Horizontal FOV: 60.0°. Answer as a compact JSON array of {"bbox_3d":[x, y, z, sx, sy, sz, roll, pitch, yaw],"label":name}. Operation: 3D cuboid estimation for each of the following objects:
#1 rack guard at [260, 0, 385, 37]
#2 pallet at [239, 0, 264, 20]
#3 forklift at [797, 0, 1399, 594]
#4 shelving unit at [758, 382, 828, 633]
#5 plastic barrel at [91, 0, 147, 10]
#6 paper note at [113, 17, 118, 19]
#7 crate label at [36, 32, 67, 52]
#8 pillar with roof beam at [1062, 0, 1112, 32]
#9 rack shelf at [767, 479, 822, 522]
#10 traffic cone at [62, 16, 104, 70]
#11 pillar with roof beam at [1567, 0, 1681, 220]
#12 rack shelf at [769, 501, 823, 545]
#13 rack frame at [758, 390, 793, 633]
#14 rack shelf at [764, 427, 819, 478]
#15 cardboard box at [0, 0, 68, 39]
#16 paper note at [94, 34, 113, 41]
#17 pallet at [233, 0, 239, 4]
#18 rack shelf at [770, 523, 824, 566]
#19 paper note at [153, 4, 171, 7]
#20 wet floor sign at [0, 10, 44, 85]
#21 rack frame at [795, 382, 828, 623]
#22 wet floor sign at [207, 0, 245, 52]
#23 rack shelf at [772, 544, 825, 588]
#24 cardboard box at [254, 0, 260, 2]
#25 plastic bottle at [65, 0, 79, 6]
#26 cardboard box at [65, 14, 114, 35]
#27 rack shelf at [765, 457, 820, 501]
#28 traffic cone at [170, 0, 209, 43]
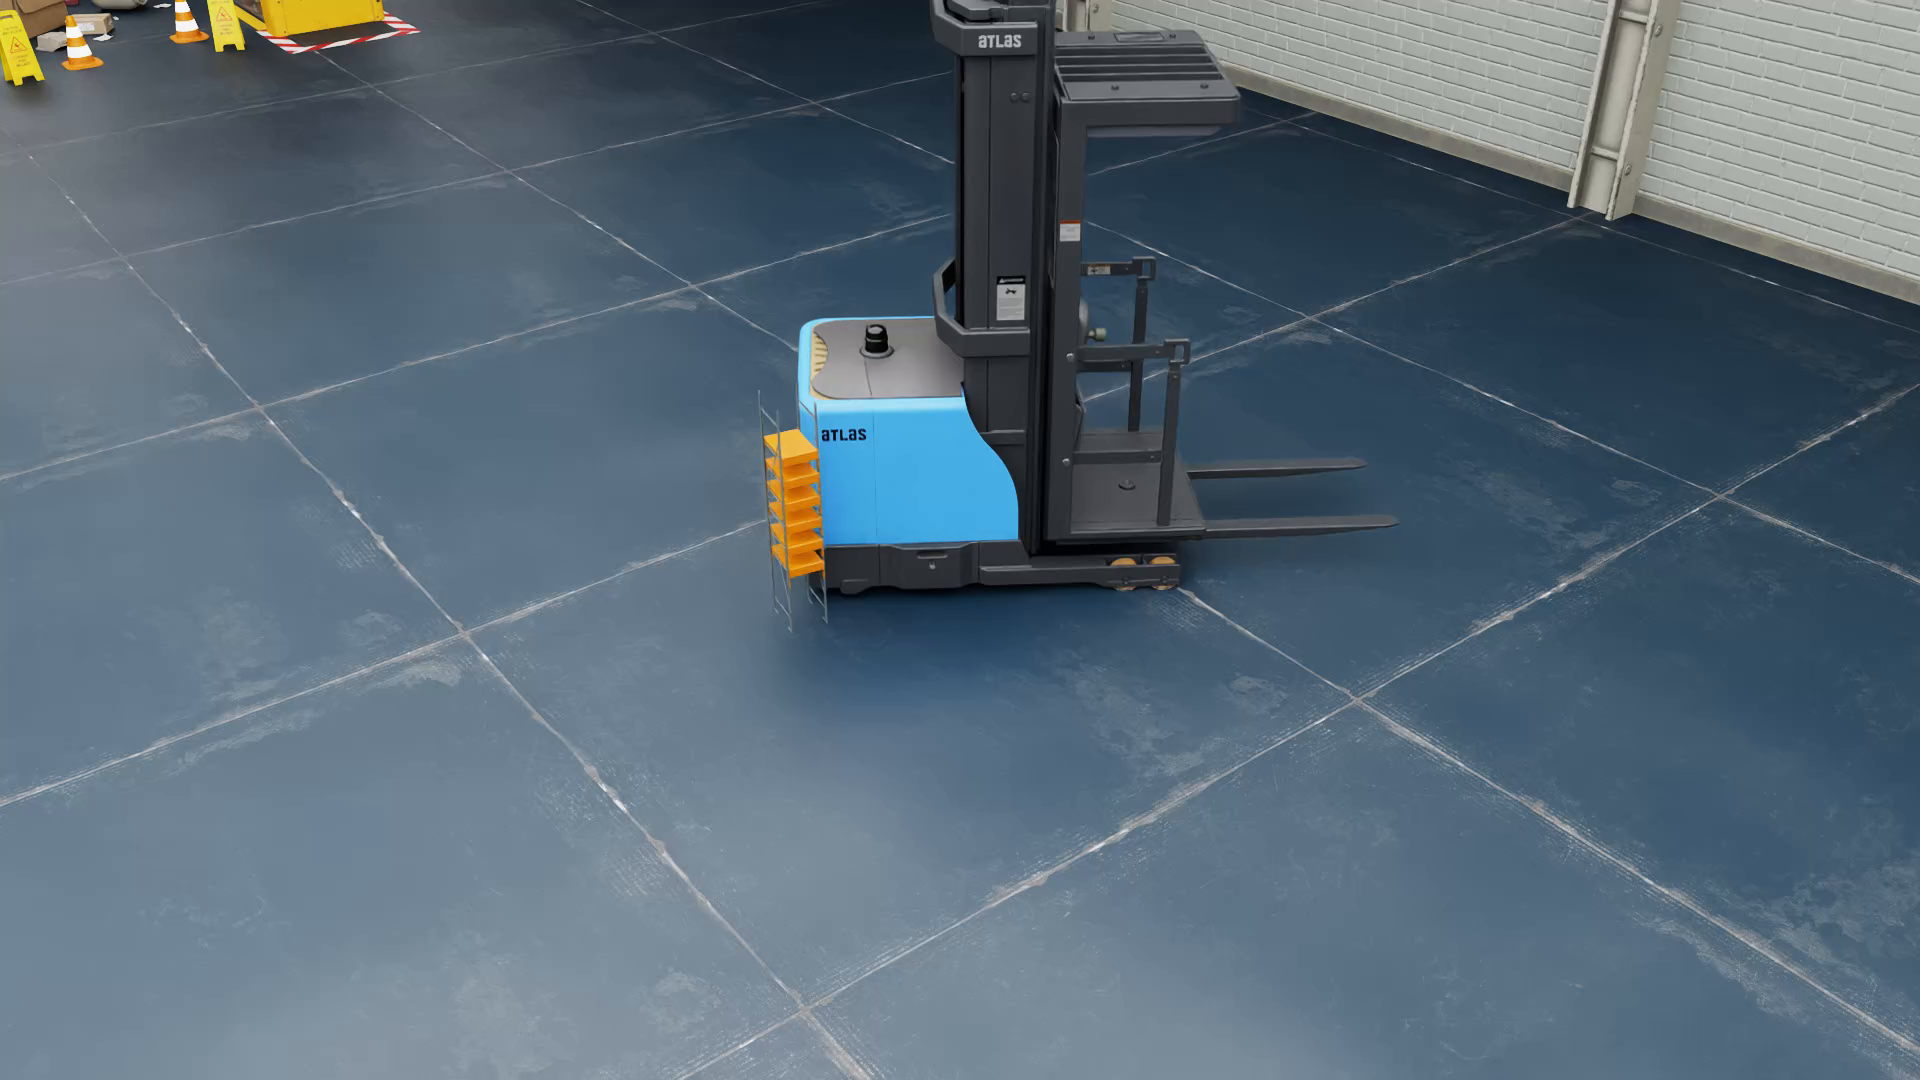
[{"bbox_3d":[-6.650,-5.621,17.326,1.175,0.500,0.348,-22,38,-31],"label":"rack guard"},{"bbox_3d":[-7.120,-5.848,17.966,1.003,0.211,1.213,-22,38,-31],"label":"pallet"},{"bbox_3d":[0.707,-1.267,8.012,3.031,2.935,1.130,-2,32,-3],"label":"forklift"},{"bbox_3d":[-0.782,-0.138,7.834,0.189,1.200,0.258,-15,35,-23],"label":"shelving unit"},{"bbox_3d":[-9.065,-5.927,17.893,0.512,0.421,0.421,1,32,2],"label":"plastic barrel"},{"bbox_3d":[-8.972,-5.546,17.670,0.032,0.001,0.123,-22,38,-31],"label":"paper note"},{"bbox_3d":[-9.085,-5.003,16.676,0.298,0.136,0.250,12,34,19],"label":"crate label"},{"bbox_3d":[-2.121,-7.495,12.289,9.100,9.000,0.400,-22,38,-31],"label":"pillar with roof beam"},{"bbox_3d":[-0.782,-0.202,7.795,0.180,0.103,0.258,-15,35,-23],"label":"rack shelf"},{"bbox_3d":[-8.554,-4.834,16.095,0.336,0.463,0.334,-22,38,-31],"label":"traffic cone"},{"bbox_3d":[1.559,-4.995,8.263,9.100,9.000,0.400,-22,38,-31],"label":"pillar with roof beam"},{"bbox_3d":[-0.782,-0.100,7.858,0.180,0.103,0.258,-15,35,-23],"label":"rack shelf"},{"bbox_3d":[-0.863,-0.116,7.799,0.006,1.200,0.240,-15,35,-23],"label":"rack frame"},{"bbox_3d":[-0.782,-0.406,7.668,0.180,0.103,0.258,-15,35,-23],"label":"rack shelf"},{"bbox_3d":[-9.680,-5.503,17.134,0.637,0.503,0.797,6,32,10],"label":"cardboard box"},{"bbox_3d":[-8.755,-5.140,16.996,0.142,0.019,0.148,18,36,27],"label":"paper note"},{"bbox_3d":[-7.864,-6.356,18.784,1.003,0.211,1.213,-22,38,-31],"label":"pallet"},{"bbox_3d":[-0.782,0.002,7.921,0.180,0.103,0.258,-15,35,-23],"label":"rack shelf"},{"bbox_3d":[-8.671,-5.819,18.090,0.148,0.019,0.142,18,36,27],"label":"paper note"},{"bbox_3d":[-8.869,-4.636,15.602,0.232,0.644,0.267,26,40,35],"label":"wet floor sign"},{"bbox_3d":[-0.701,-0.160,7.870,0.006,1.200,0.240,-15,35,-23],"label":"rack frame"},{"bbox_3d":[-7.332,-5.225,16.552,0.267,0.644,0.232,-10,33,-15],"label":"wet floor sign"},{"bbox_3d":[-0.782,0.104,7.984,0.180,0.103,0.258,-15,35,-23],"label":"rack shelf"},{"bbox_3d":[-7.326,-5.921,17.649,0.500,0.250,0.500,-22,38,-32],"label":"cardboard box"},{"bbox_3d":[-9.746,-5.925,18.232,0.133,0.061,0.283,-16,35,-23],"label":"plastic bottle"},{"bbox_3d":[-9.002,-5.332,17.194,0.380,0.149,0.250,-4,32,-7],"label":"cardboard box"},{"bbox_3d":[-0.782,-0.304,7.731,0.180,0.103,0.258,-15,35,-23],"label":"rack shelf"},{"bbox_3d":[-7.886,-5.335,16.901,0.336,0.463,0.334,-22,38,-31],"label":"traffic cone"}]
